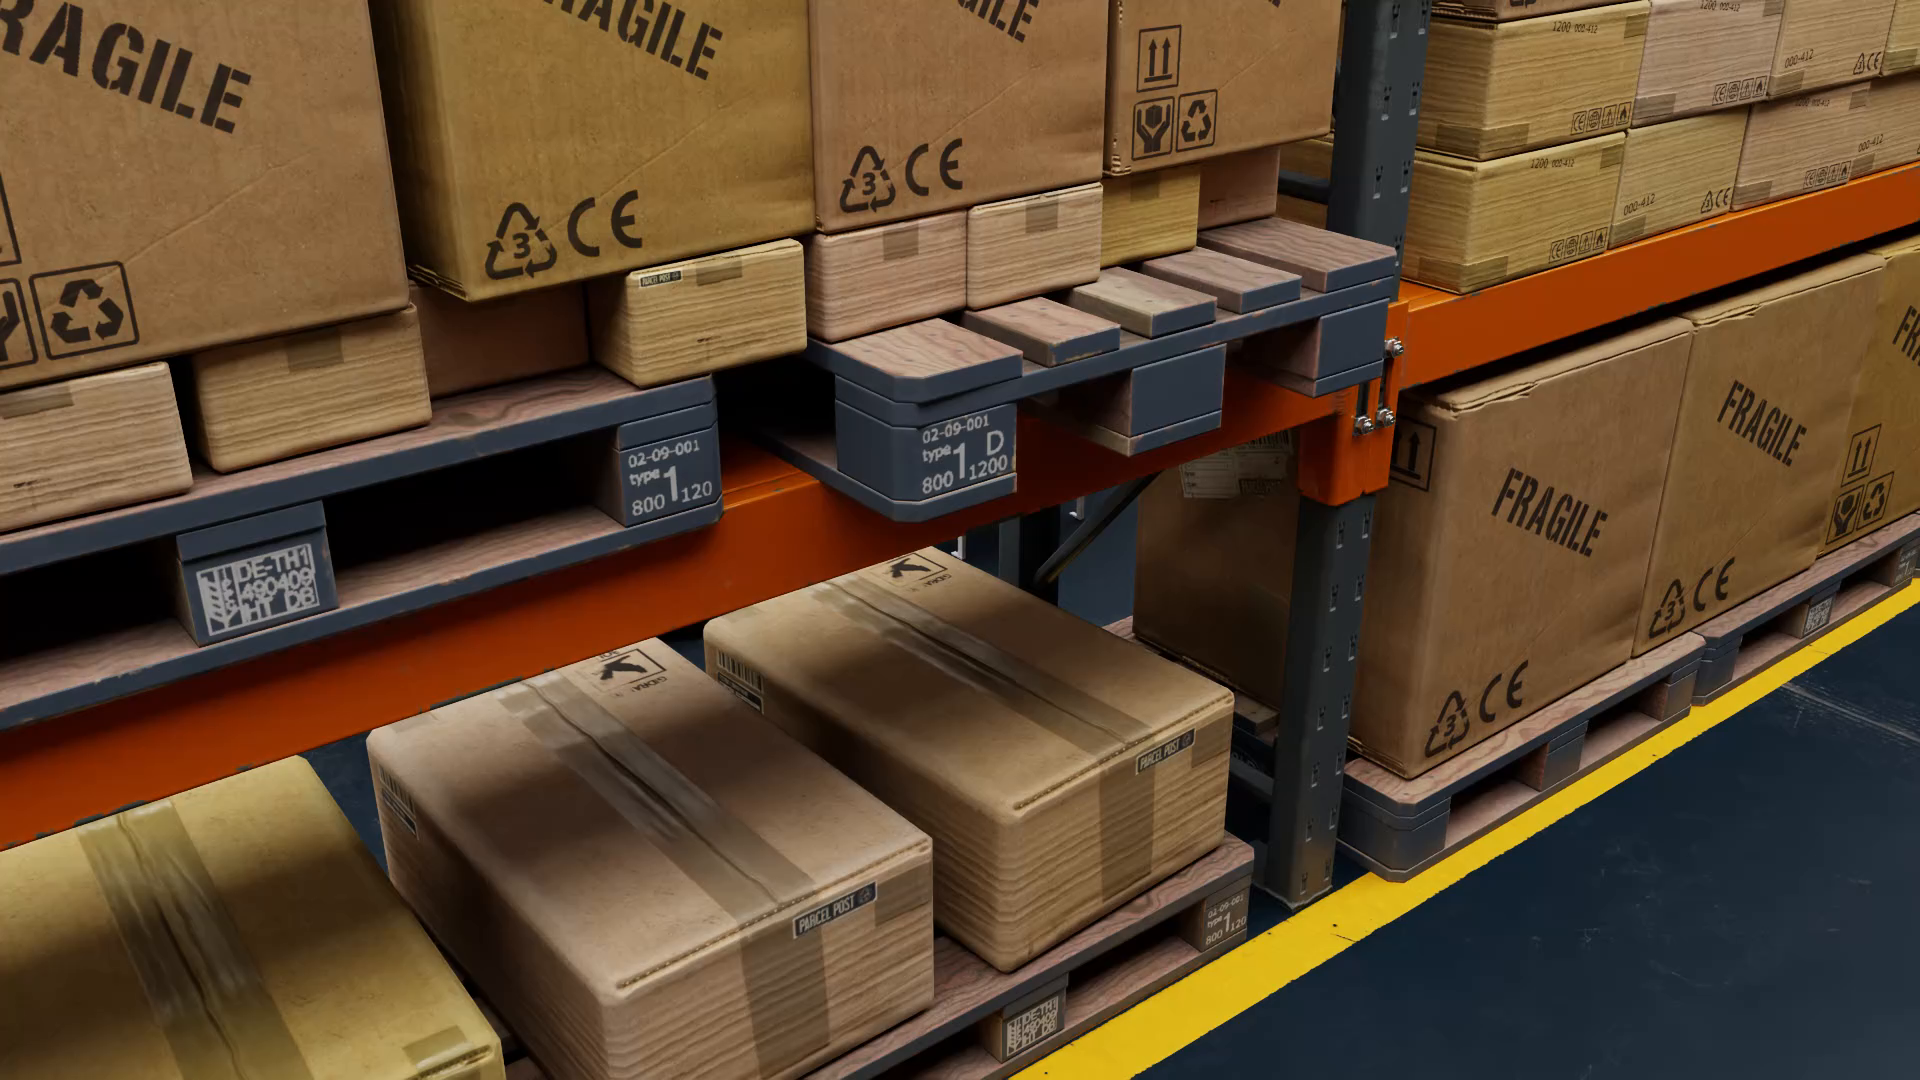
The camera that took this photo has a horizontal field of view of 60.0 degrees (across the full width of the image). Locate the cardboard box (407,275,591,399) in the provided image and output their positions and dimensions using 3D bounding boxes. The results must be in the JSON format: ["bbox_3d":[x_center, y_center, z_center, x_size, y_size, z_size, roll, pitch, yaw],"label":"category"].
[{"bbox_3d":[-0.688,-0.324,2.184,0.250,0.149,0.380,-18,30,-34],"label":"cardboard box"}]

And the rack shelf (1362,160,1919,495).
[{"bbox_3d":[2.022,-0.940,4.567,4.000,0.370,1.077,-18,31,-34],"label":"rack shelf"}]

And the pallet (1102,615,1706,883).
[{"bbox_3d":[1.115,0.338,4.270,1.213,0.211,1.003,-18,31,-34],"label":"pallet"}]

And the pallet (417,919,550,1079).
[{"bbox_3d":[-1.127,1.036,2.767,1.213,0.211,1.003,-18,31,-34],"label":"pallet"}]

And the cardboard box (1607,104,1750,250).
[{"bbox_3d":[1.382,-0.862,3.722,0.500,0.250,0.500,-19,31,-35],"label":"cardboard box"}]

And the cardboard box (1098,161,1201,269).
[{"bbox_3d":[0.169,-0.566,2.707,0.250,0.149,0.380,-18,30,-33],"label":"cardboard box"}]

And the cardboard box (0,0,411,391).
[{"bbox_3d":[-0.964,-0.496,1.785,0.500,0.500,0.500,-20,31,-36],"label":"cardboard box"}]

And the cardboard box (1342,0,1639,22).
[{"bbox_3d":[0.987,-1.293,3.166,0.500,0.500,0.500,-19,31,-36],"label":"cardboard box"}]

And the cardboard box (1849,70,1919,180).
[{"bbox_3d":[2.185,-1.125,4.290,0.500,0.250,0.500,-18,31,-34],"label":"cardboard box"}]

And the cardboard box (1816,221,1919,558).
[{"bbox_3d":[2.452,-0.588,4.978,0.875,0.875,0.875,-17,30,-33],"label":"cardboard box"}]

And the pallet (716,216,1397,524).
[{"bbox_3d":[-0.047,-0.439,2.861,1.003,0.211,1.213,-18,31,-34],"label":"pallet"}]

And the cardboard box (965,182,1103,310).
[{"bbox_3d":[-0.001,-0.486,2.534,0.250,0.149,0.380,-19,31,-34],"label":"cardboard box"}]

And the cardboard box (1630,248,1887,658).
[{"bbox_3d":[1.748,-0.356,4.478,0.875,0.875,0.875,-18,30,-33],"label":"cardboard box"}]

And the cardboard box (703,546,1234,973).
[{"bbox_3d":[-0.002,0.398,3.451,0.625,0.372,0.950,-21,32,-37],"label":"cardboard box"}]

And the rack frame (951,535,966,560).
[{"bbox_3d":[-0.062,-0.524,4.953,0.015,1.200,0.240,-18,31,-34],"label":"rack frame"}]

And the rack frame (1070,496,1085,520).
[{"bbox_3d":[0.322,-0.651,5.227,0.015,1.200,0.240,-18,31,-34],"label":"rack frame"}]

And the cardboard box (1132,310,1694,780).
[{"bbox_3d":[1.043,-0.125,3.982,0.875,0.875,0.875,-19,31,-34],"label":"cardboard box"}]

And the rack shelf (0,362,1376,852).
[{"bbox_3d":[-1.125,0.099,2.328,4.000,0.370,1.077,-18,31,-34],"label":"rack shelf"}]

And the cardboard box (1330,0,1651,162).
[{"bbox_3d":[1.000,-0.955,3.329,0.500,0.250,0.500,-19,31,-34],"label":"cardboard box"}]

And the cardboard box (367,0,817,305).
[{"bbox_3d":[-0.534,-0.638,2.090,0.500,0.500,0.500,-21,32,-37],"label":"cardboard box"}]

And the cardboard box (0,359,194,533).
[{"bbox_3d":[-1.027,-0.152,1.815,0.250,0.149,0.380,-17,30,-32],"label":"cardboard box"}]

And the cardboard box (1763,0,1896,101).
[{"bbox_3d":[1.807,-1.214,3.888,0.500,0.250,0.500,-18,31,-34],"label":"cardboard box"}]

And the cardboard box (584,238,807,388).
[{"bbox_3d":[-0.412,-0.347,2.235,0.250,0.149,0.380,-18,30,-33],"label":"cardboard box"}]

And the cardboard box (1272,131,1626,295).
[{"bbox_3d":[0.989,-0.722,3.422,0.500,0.250,0.500,-19,31,-35],"label":"cardboard box"}]

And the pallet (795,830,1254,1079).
[{"bbox_3d":[-0.167,0.721,3.446,1.213,0.211,1.003,-18,31,-34],"label":"pallet"}]

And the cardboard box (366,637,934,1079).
[{"bbox_3d":[-0.578,0.593,3.033,0.625,0.372,0.950,-19,31,-35],"label":"cardboard box"}]

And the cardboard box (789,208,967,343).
[{"bbox_3d":[-0.204,-0.423,2.399,0.250,0.149,0.380,-20,32,-36],"label":"cardboard box"}]

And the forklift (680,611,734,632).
[{"bbox_3d":[-2.090,-1.166,4.281,3.031,2.935,1.130,-4,25,-10],"label":"forklift"}]

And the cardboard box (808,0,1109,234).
[{"bbox_3d":[-0.138,-0.769,2.374,0.500,0.500,0.500,-19,31,-35],"label":"cardboard box"}]

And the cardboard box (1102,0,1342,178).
[{"bbox_3d":[0.262,-0.907,2.671,0.500,0.500,0.500,-19,31,-35],"label":"cardboard box"}]

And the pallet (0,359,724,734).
[{"bbox_3d":[-1.084,-0.132,2.199,1.213,0.211,1.003,-18,31,-34],"label":"pallet"}]

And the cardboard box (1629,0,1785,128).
[{"bbox_3d":[1.407,-1.089,3.618,0.500,0.250,0.500,-17,30,-33],"label":"cardboard box"}]

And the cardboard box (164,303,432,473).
[{"bbox_3d":[-0.835,-0.231,1.985,0.250,0.149,0.380,-19,31,-36],"label":"cardboard box"}]

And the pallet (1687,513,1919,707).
[{"bbox_3d":[2.075,0.023,4.949,1.213,0.211,1.003,-18,31,-34],"label":"pallet"}]

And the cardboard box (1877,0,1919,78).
[{"bbox_3d":[2.214,-1.342,4.162,0.500,0.250,0.500,-18,30,-33],"label":"cardboard box"}]

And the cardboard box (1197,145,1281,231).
[{"bbox_3d":[0.336,-0.660,2.909,0.250,0.149,0.380,-17,30,-32],"label":"cardboard box"}]

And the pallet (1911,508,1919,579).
[{"bbox_3d":[3.035,-0.295,5.636,1.213,0.211,1.003,-18,31,-34],"label":"pallet"}]

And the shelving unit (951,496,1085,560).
[{"bbox_3d":[0.130,-0.587,5.090,0.503,1.200,0.258,-18,31,-34],"label":"shelving unit"}]

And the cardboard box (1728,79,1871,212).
[{"bbox_3d":[1.798,-0.996,4.011,0.500,0.250,0.500,-17,30,-32],"label":"cardboard box"}]

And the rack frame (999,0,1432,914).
[{"bbox_3d":[0.448,-0.747,3.296,0.127,3.000,1.000,-18,31,-34],"label":"rack frame"}]

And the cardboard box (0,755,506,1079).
[{"bbox_3d":[-1.178,0.788,2.612,0.625,0.372,0.950,-17,30,-32],"label":"cardboard box"}]
